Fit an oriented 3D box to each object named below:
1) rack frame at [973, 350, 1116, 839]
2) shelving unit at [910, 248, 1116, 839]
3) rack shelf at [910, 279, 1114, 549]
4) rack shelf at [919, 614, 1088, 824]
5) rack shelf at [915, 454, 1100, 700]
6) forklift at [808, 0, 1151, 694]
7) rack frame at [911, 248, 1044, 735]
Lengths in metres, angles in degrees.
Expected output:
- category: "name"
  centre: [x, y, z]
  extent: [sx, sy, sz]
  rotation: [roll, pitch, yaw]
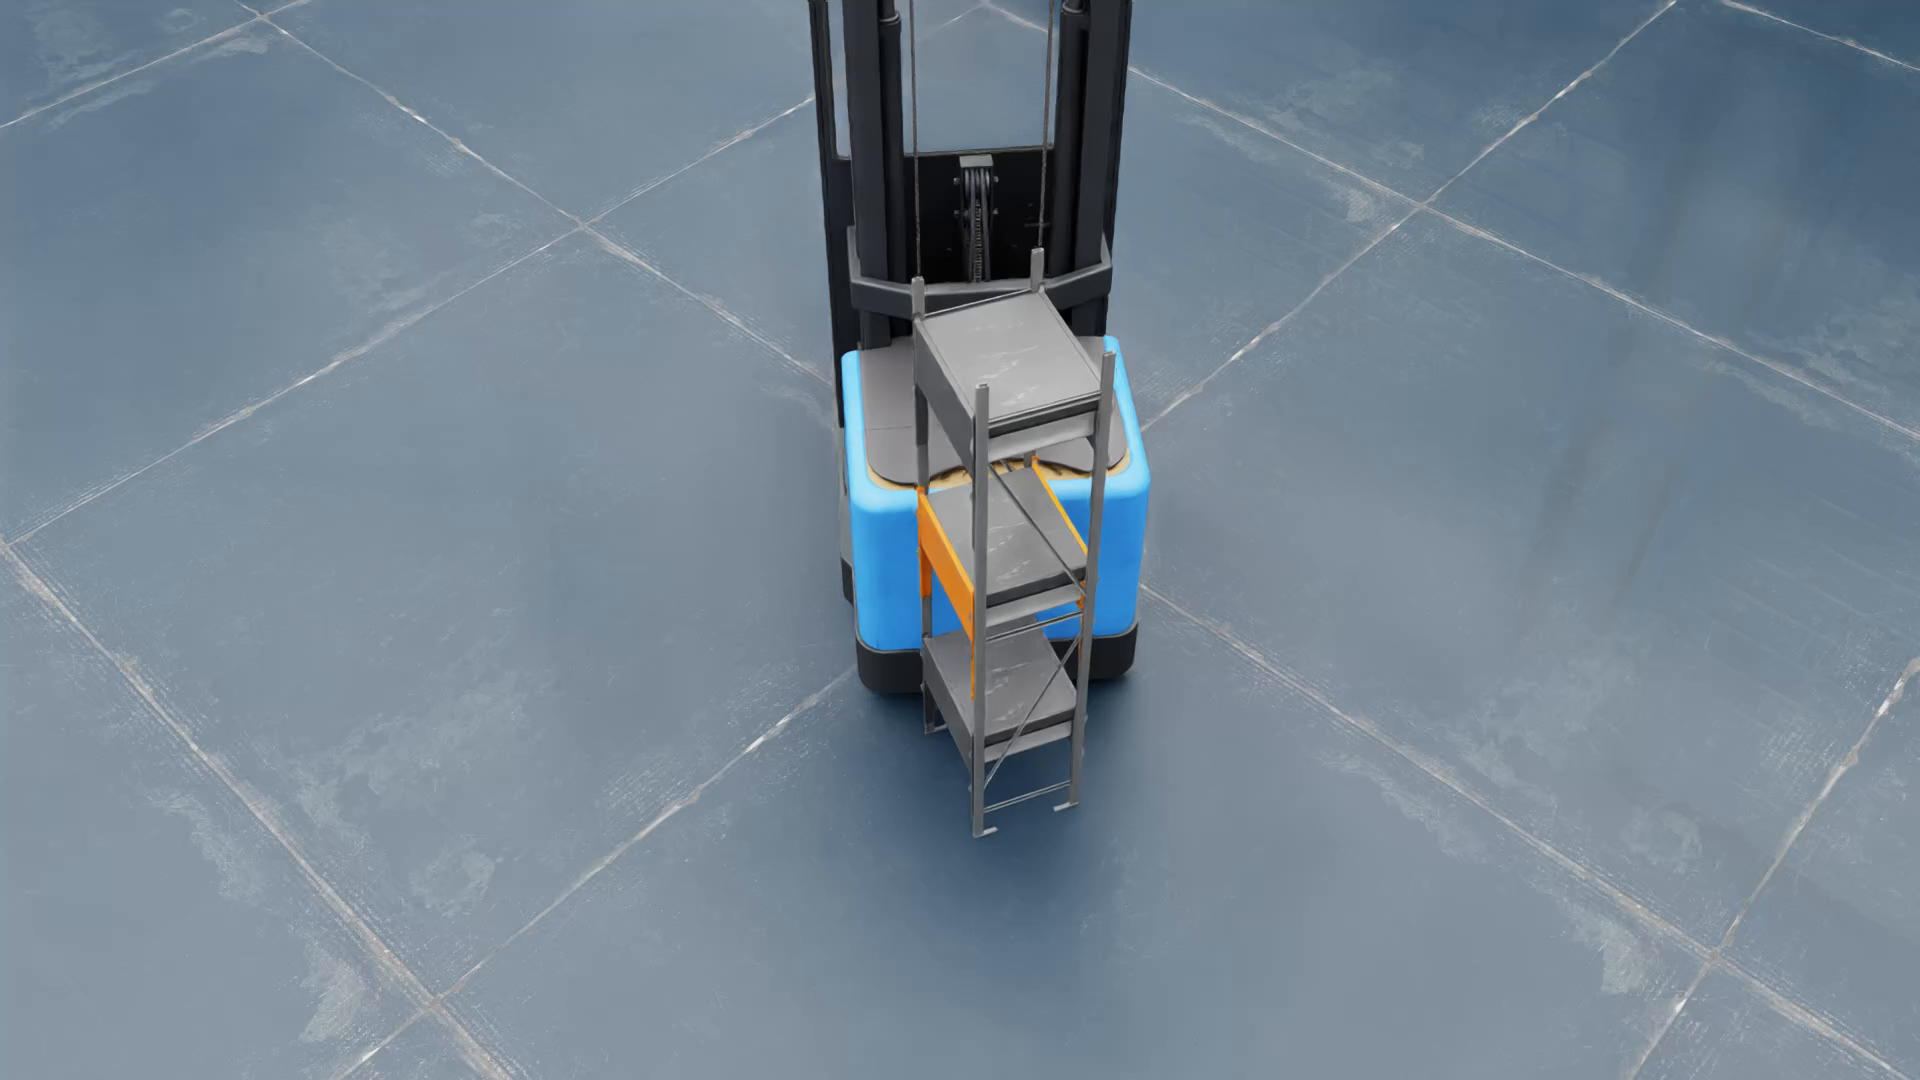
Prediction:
- category: "rack frame"
  centre: [0.231, 0.272, 5.156]
  extent: [0.400, 2.100, 0.015]
  rotation: [-16, 48, -14]
- category: "shelving unit"
  centre: [0.143, 0.108, 5.314]
  extent: [0.431, 2.100, 0.503]
  rotation: [-16, 48, -14]
- category: "rack shelf"
  centre: [0.141, -0.366, 4.817]
  extent: [0.431, 0.518, 0.480]
  rotation: [-16, 48, -14]
- category: "rack shelf"
  centre: [0.145, 0.601, 5.830]
  extent: [0.431, 0.518, 0.480]
  rotation: [-16, 48, -14]
- category: "rack shelf"
  centre: [0.143, 0.117, 5.324]
  extent: [0.431, 0.518, 0.480]
  rotation: [-16, 48, -14]
- category: "forklift"
  centre: [0.012, -1.506, 6.262]
  extent: [1.130, 2.935, 3.031]
  rotation: [-4, 47, -4]
- category: "rack frame"
  centre: [0.055, -0.056, 5.471]
  extent: [0.400, 2.100, 0.015]
  rotation: [-16, 48, -14]
